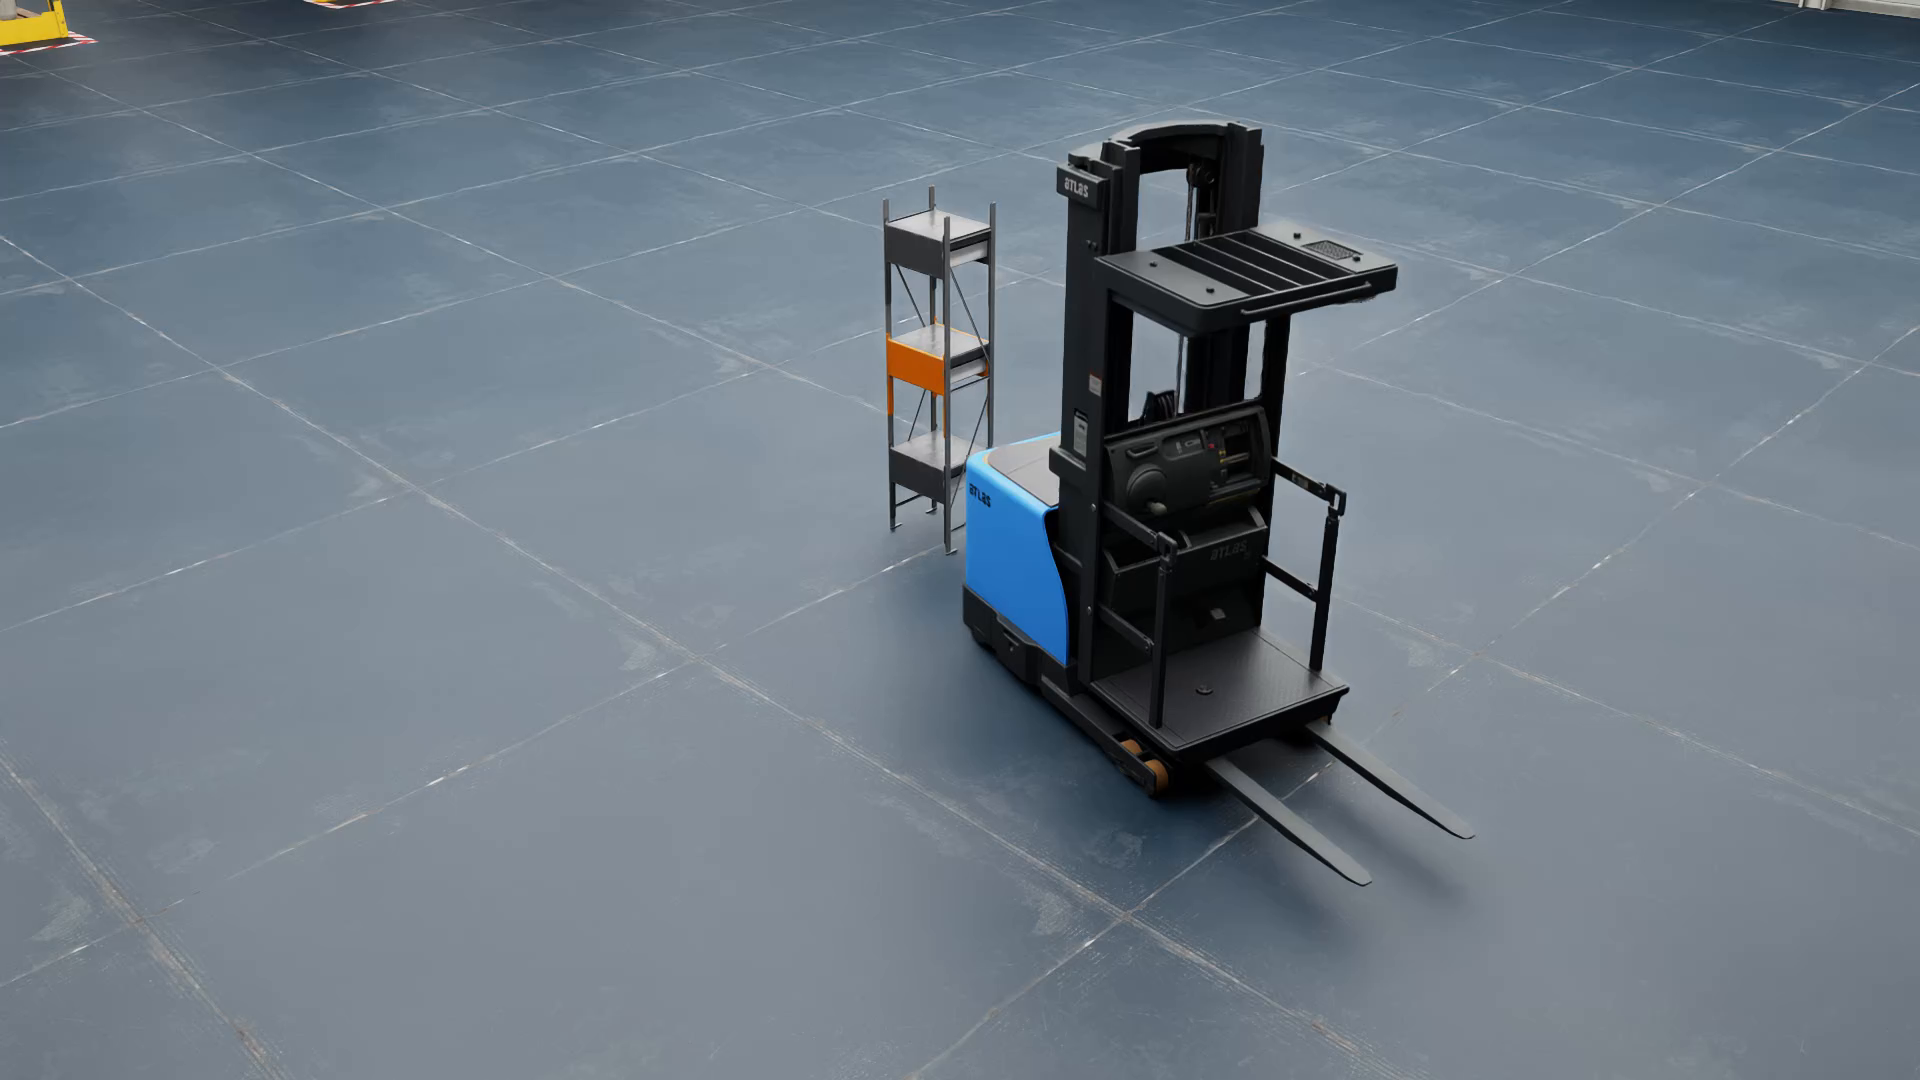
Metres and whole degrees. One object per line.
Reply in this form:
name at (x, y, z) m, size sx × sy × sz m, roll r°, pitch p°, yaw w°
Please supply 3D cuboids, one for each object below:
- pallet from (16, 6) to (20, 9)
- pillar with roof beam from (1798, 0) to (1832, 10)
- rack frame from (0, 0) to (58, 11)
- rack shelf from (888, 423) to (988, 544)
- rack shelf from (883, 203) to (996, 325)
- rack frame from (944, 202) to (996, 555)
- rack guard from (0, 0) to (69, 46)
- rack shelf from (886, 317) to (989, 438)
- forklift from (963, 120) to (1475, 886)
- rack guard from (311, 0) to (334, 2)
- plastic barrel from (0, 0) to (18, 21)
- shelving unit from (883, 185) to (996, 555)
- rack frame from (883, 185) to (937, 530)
pallet at (-14.908, -7.943, 25.130) m, size 1.213 × 0.211 × 1.003 m, roll 25°, pitch 36°, yaw 38°
pillar with roof beam at (10.471, -10.964, 21.432) m, size 0.400 × 9.000 × 9.100 m, roll 25°, pitch 36°, yaw 38°
rack frame at (-13.379, -8.503, 23.199) m, size 0.127 × 3.000 × 1.000 m, roll 25°, pitch 36°, yaw 38°
rack shelf at (-0.118, -0.352, 10.196) m, size 0.480 × 0.518 × 0.431 m, roll 25°, pitch 36°, yaw 38°
rack shelf at (-0.118, -1.591, 9.545) m, size 0.480 × 0.518 × 0.431 m, roll 25°, pitch 36°, yaw 38°
rack frame at (0.056, -0.904, 9.713) m, size 0.015 × 2.100 × 0.400 m, roll 25°, pitch 36°, yaw 38°
rack guard at (-13.467, -7.406, 23.798) m, size 0.348 × 0.500 × 1.175 m, roll 25°, pitch 36°, yaw 38°
rack shelf at (-0.118, -0.971, 9.870) m, size 0.480 × 0.518 × 0.431 m, roll 25°, pitch 36°, yaw 38°
forklift at (1.204, -0.328, 7.724) m, size 1.130 × 2.935 × 3.031 m, roll -16°, pitch 32°, yaw -27°
rack guard at (-9.961, -9.066, 26.954) m, size 0.348 × 0.500 × 1.175 m, roll 25°, pitch 36°, yaw 38°
plastic barrel at (-13.902, -7.778, 24.040) m, size 0.421 × 0.512 × 0.421 m, roll 0°, pitch 28°, yaw 0°
shelving unit at (-0.118, -0.983, 9.864) m, size 0.503 × 2.100 × 0.431 m, roll 25°, pitch 36°, yaw 38°
rack frame at (-0.292, -1.063, 10.015) m, size 0.015 × 2.100 × 0.400 m, roll 25°, pitch 36°, yaw 38°
